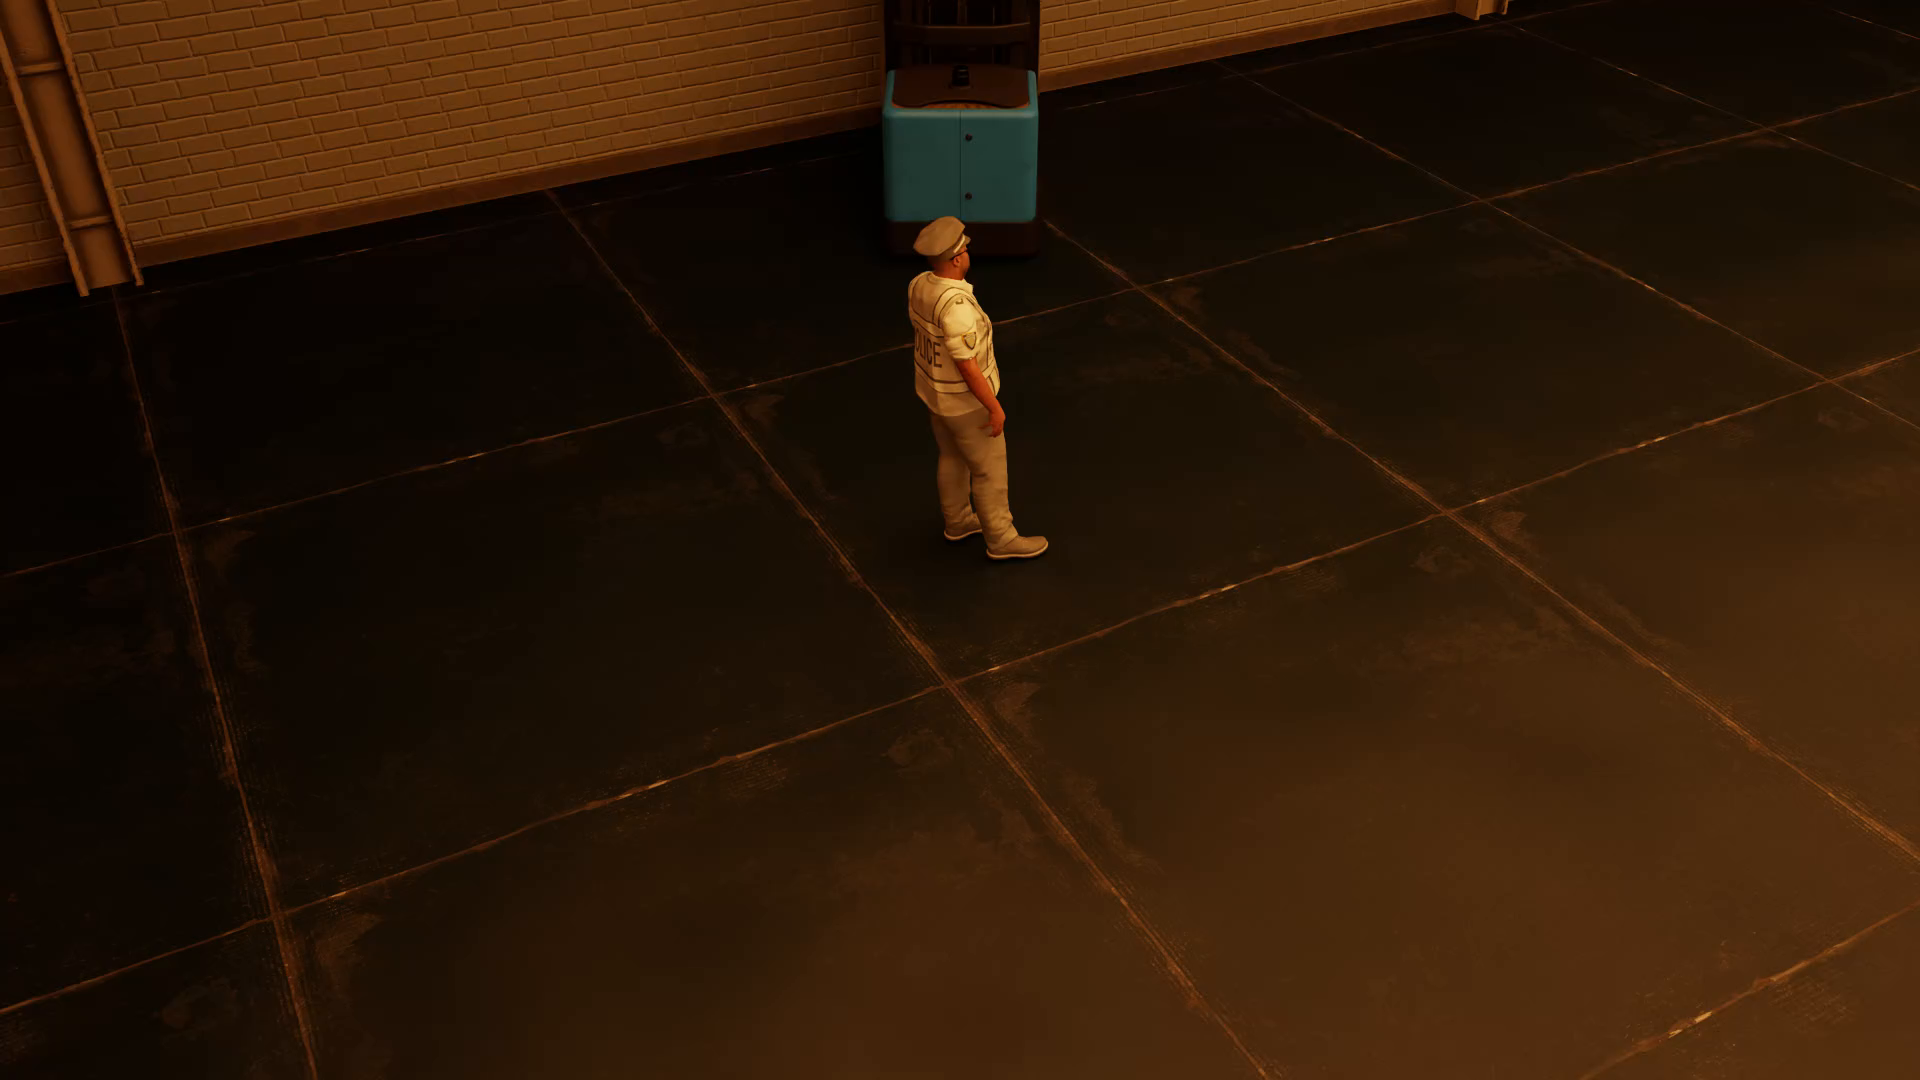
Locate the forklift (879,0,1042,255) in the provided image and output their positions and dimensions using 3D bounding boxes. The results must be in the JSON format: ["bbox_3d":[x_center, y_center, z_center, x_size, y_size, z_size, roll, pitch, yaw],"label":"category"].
[{"bbox_3d":[0.017,-3.941,11.699,1.130,2.935,3.031,0,35,0],"label":"forklift"}]

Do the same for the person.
[{"bbox_3d":[0.074,-0.750,8.165,0.574,1.781,0.641,-17,39,-23],"label":"person"}]
